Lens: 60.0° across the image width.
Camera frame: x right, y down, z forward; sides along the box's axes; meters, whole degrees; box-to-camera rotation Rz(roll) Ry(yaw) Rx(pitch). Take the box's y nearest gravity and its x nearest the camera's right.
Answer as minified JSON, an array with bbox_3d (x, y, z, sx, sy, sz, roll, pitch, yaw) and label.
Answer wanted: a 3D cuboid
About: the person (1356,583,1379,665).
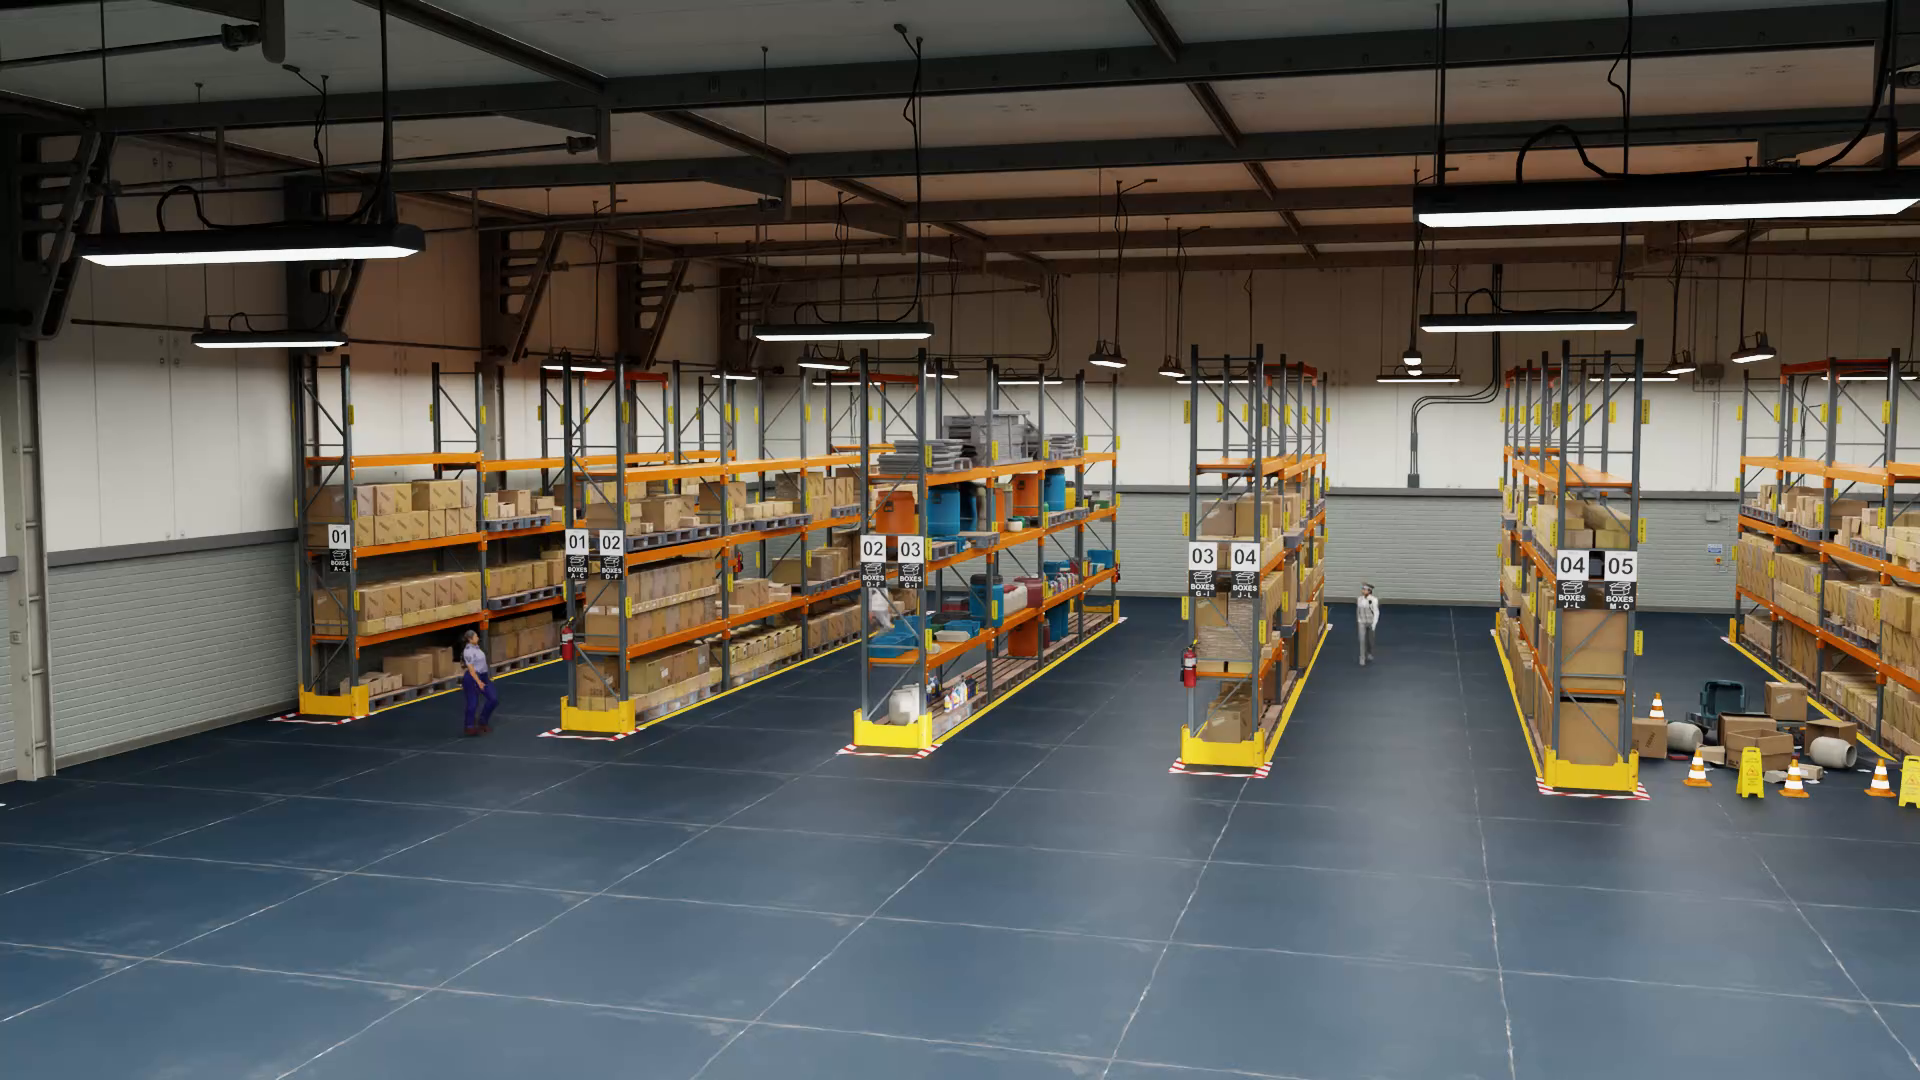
[{"bbox_3d":[8.197,1.669,33.444,0.448,1.639,0.974,1,4,13],"label":"person"}]

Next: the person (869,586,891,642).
[{"bbox_3d":[-1.583,1.376,33.708,0.550,1.665,0.571,2,5,27],"label":"person"}]

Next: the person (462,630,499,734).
[{"bbox_3d":[-7.553,2.236,26.003,0.503,1.668,0.493,2,5,27],"label":"person"}]
